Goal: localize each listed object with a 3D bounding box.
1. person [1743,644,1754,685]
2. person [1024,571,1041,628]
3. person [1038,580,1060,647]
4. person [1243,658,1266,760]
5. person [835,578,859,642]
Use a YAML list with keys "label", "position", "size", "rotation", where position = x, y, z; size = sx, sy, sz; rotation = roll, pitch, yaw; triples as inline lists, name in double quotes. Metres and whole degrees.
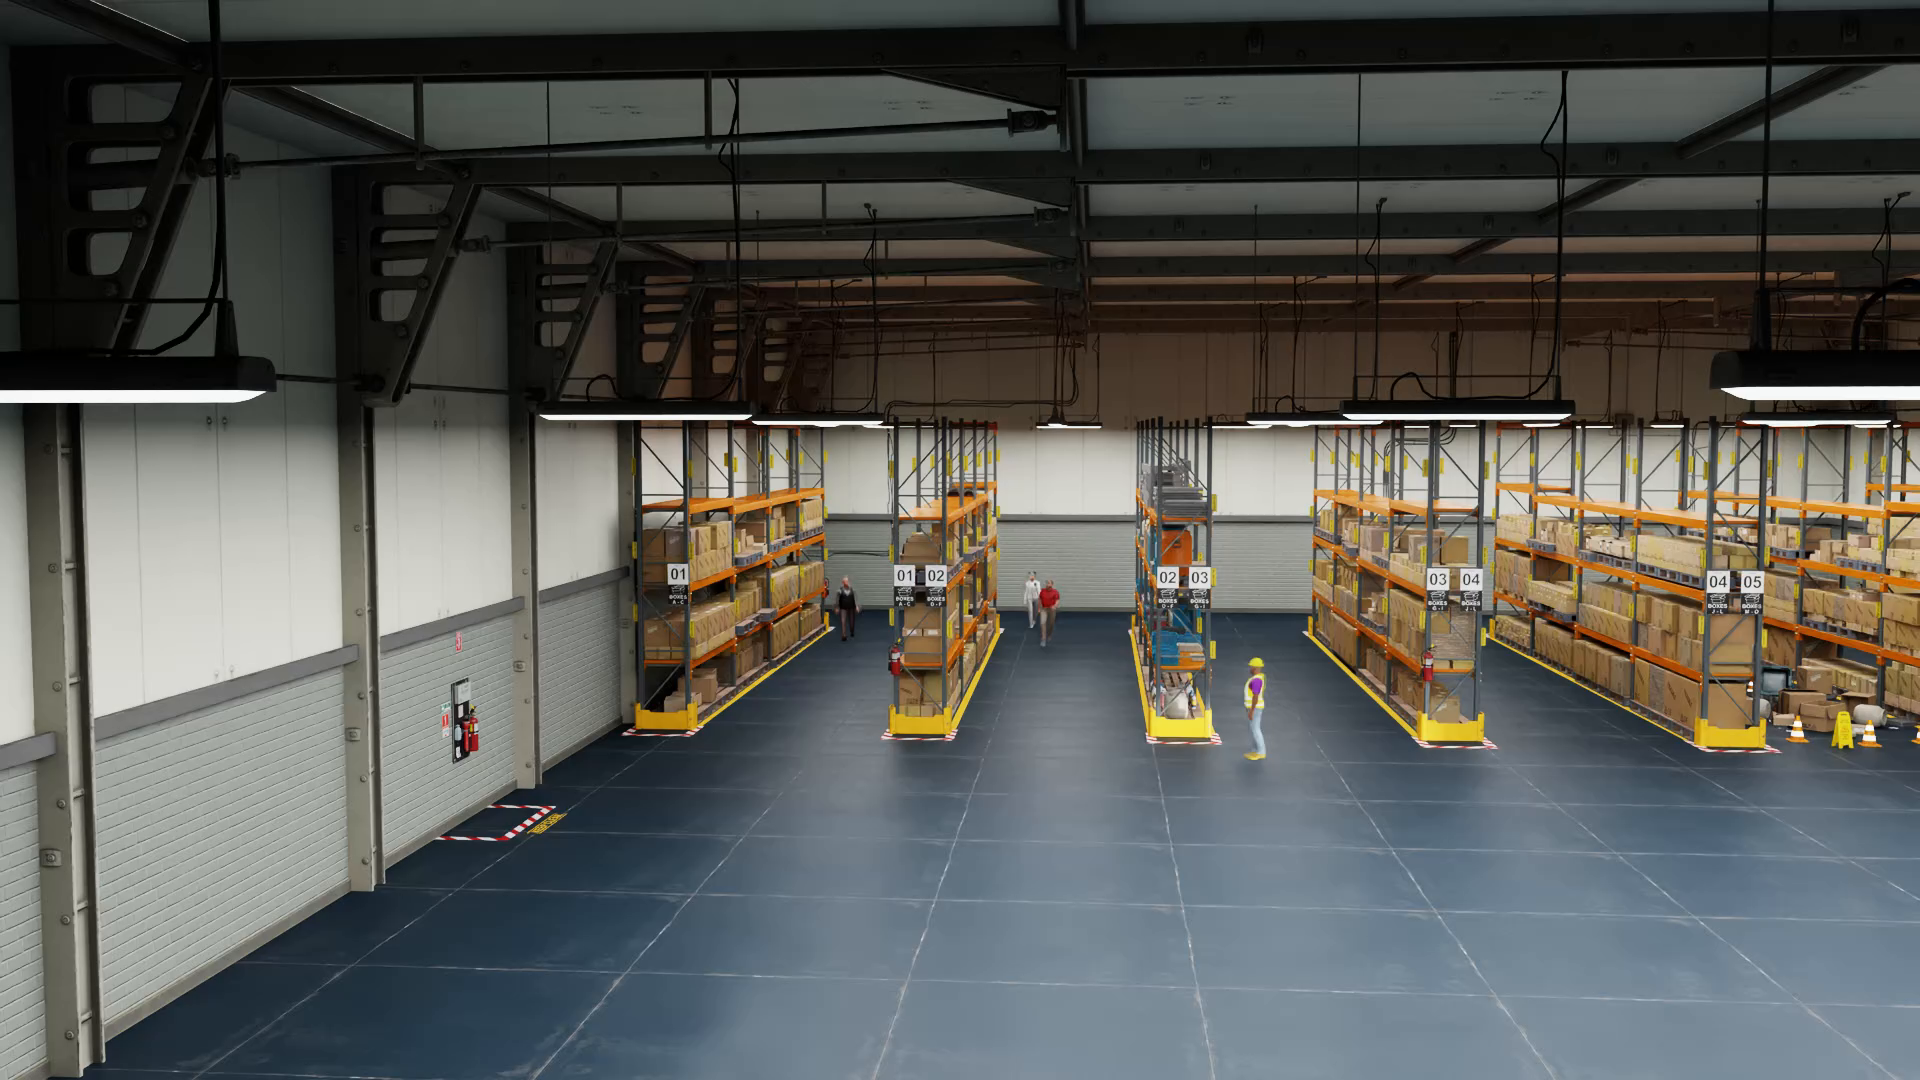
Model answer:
- label: "person"
  position: [17.700, 2.402, 37.342]
  size: [0.647, 1.799, 0.692]
  rotation: [0, 4, -7]
- label: "person"
  position: [2.138, 1.722, 48.599]
  size: [0.488, 1.639, 0.959]
  rotation: [0, 4, -5]
- label: "person"
  position: [2.353, 1.908, 44.048]
  size: [0.575, 1.716, 0.986]
  rotation: [0, 4, 3]
- label: "person"
  position: [5.147, 2.941, 29.082]
  size: [0.397, 1.778, 0.645]
  rotation: [0, 4, -4]
- label: "person"
  position: [-3.027, 1.861, 44.555]
  size: [0.674, 1.678, 1.064]
  rotation: [0, 4, 0]
